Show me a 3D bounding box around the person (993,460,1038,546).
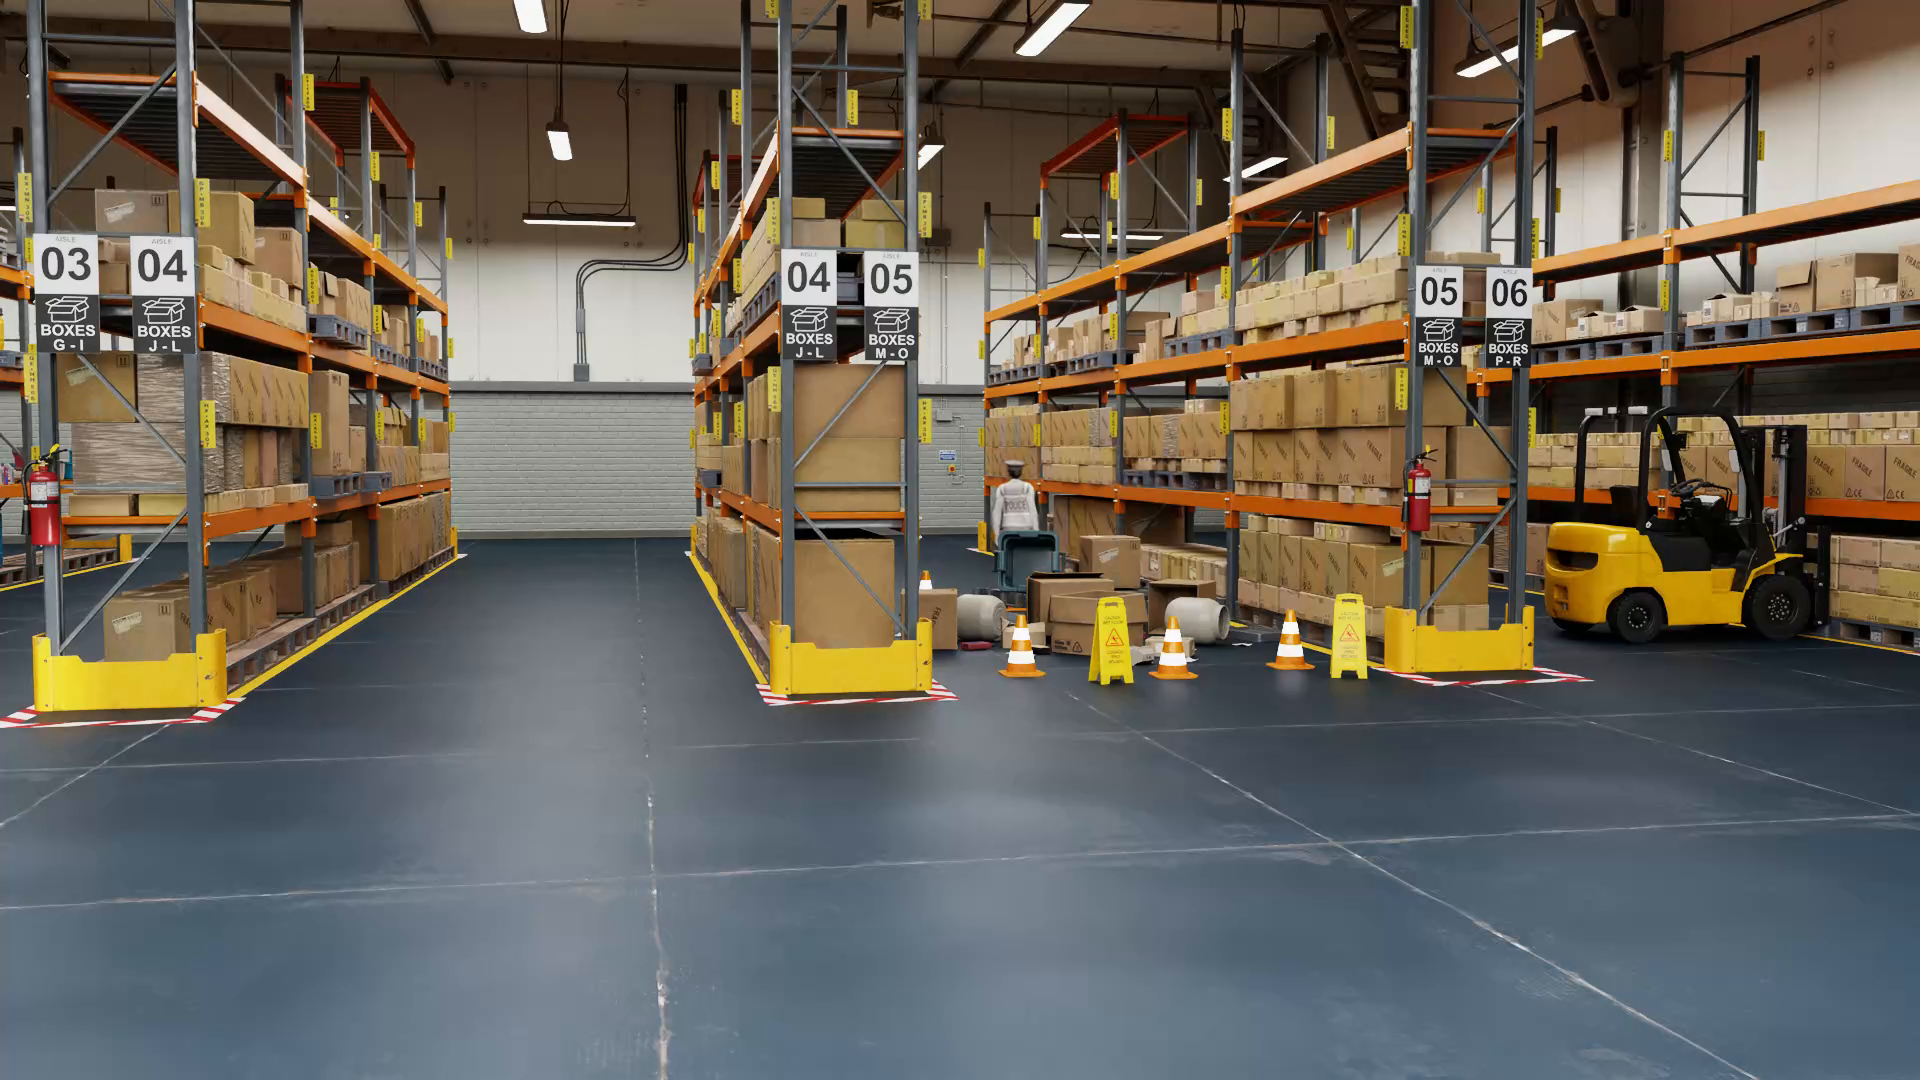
[{"bbox_3d":[0.649,-0.097,18.931,0.546,1.626,0.867,0,3,4],"label":"person"}]
